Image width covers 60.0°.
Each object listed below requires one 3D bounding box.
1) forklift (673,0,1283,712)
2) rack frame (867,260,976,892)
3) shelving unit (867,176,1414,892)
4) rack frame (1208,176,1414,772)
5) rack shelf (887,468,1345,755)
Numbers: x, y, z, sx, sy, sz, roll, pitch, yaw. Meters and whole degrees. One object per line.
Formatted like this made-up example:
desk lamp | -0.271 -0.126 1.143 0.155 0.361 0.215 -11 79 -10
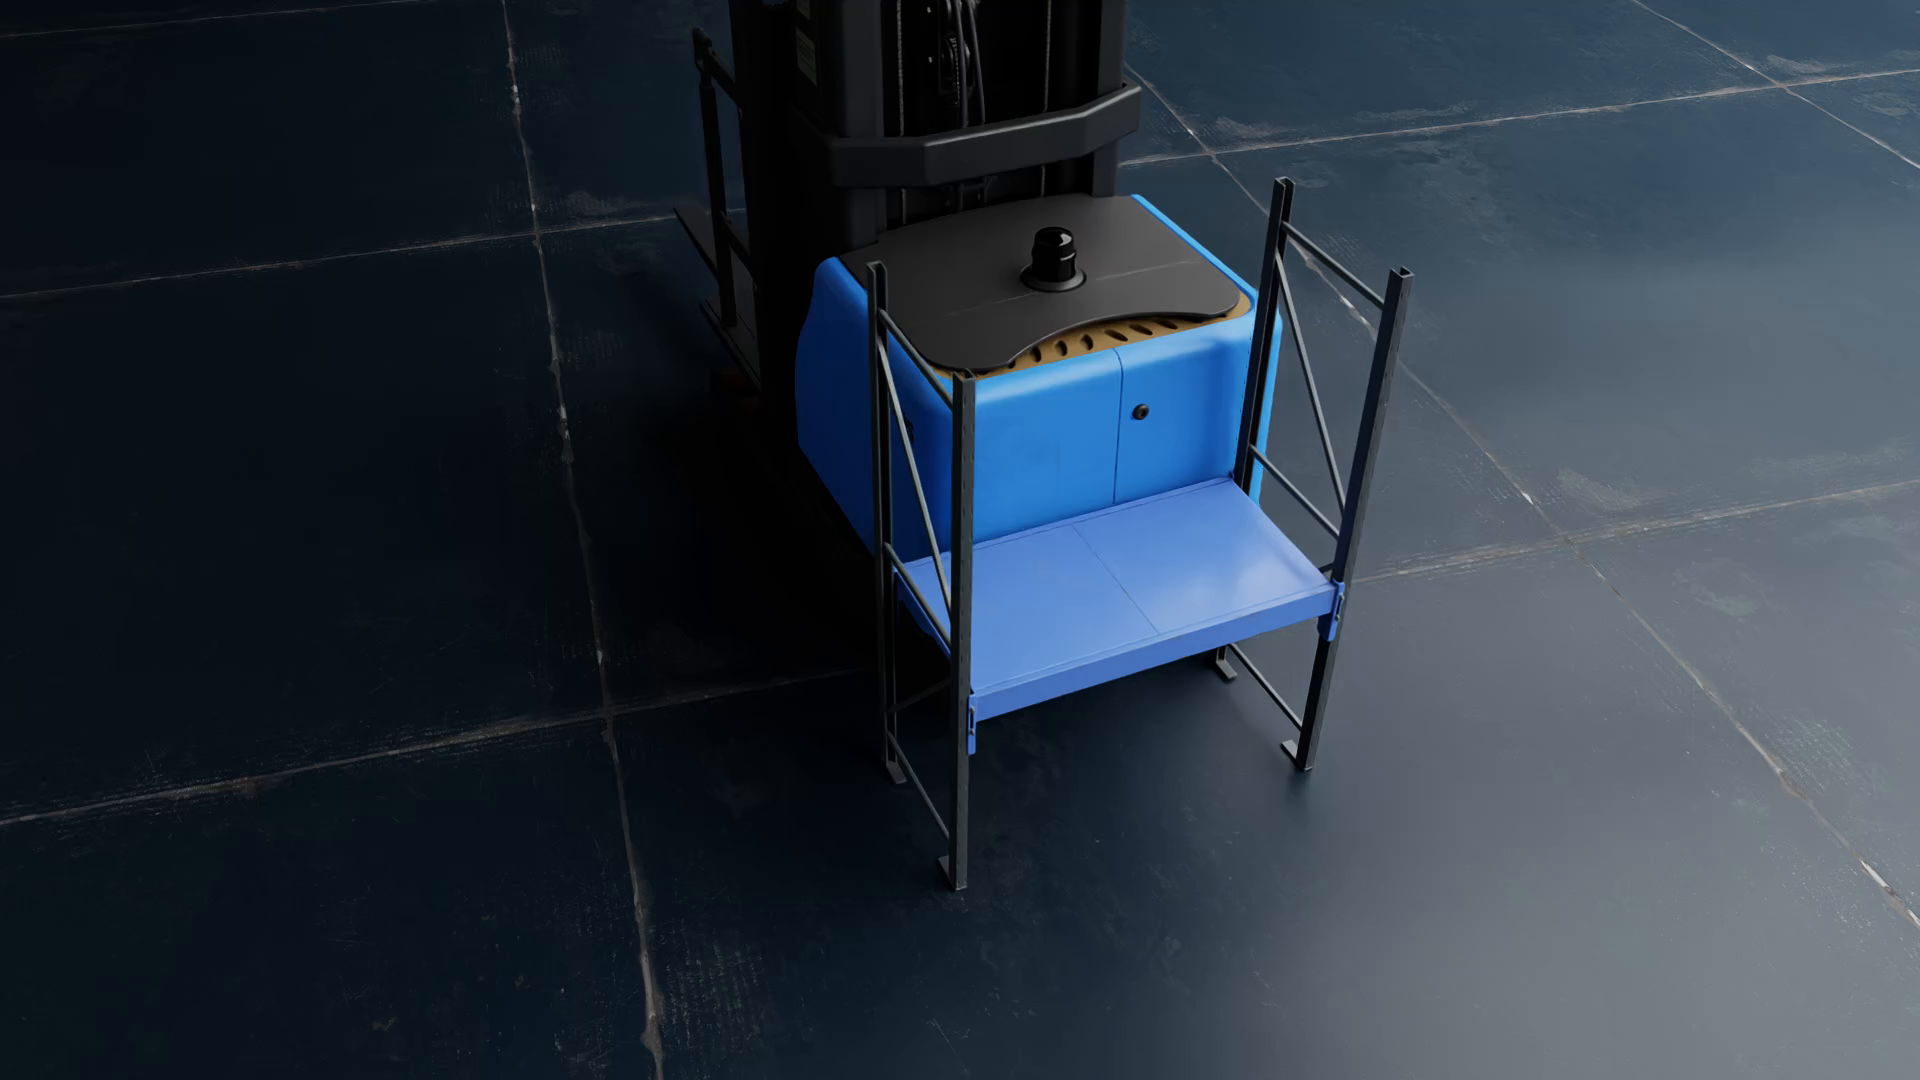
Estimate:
forklift | -0.217 -1.587 4.912 1.130 2.935 3.031 -15 40 -19
rack frame | -0.091 0.137 3.826 0.032 1.500 0.500 -15 41 -19
shelving unit | 0.373 0.012 3.990 1.048 1.500 0.538 -15 41 -19
rack frame | 0.838 -0.114 4.154 0.032 1.500 0.500 -15 41 -19
rack shelf | 0.372 0.152 4.102 1.000 0.185 0.538 -15 41 -19
